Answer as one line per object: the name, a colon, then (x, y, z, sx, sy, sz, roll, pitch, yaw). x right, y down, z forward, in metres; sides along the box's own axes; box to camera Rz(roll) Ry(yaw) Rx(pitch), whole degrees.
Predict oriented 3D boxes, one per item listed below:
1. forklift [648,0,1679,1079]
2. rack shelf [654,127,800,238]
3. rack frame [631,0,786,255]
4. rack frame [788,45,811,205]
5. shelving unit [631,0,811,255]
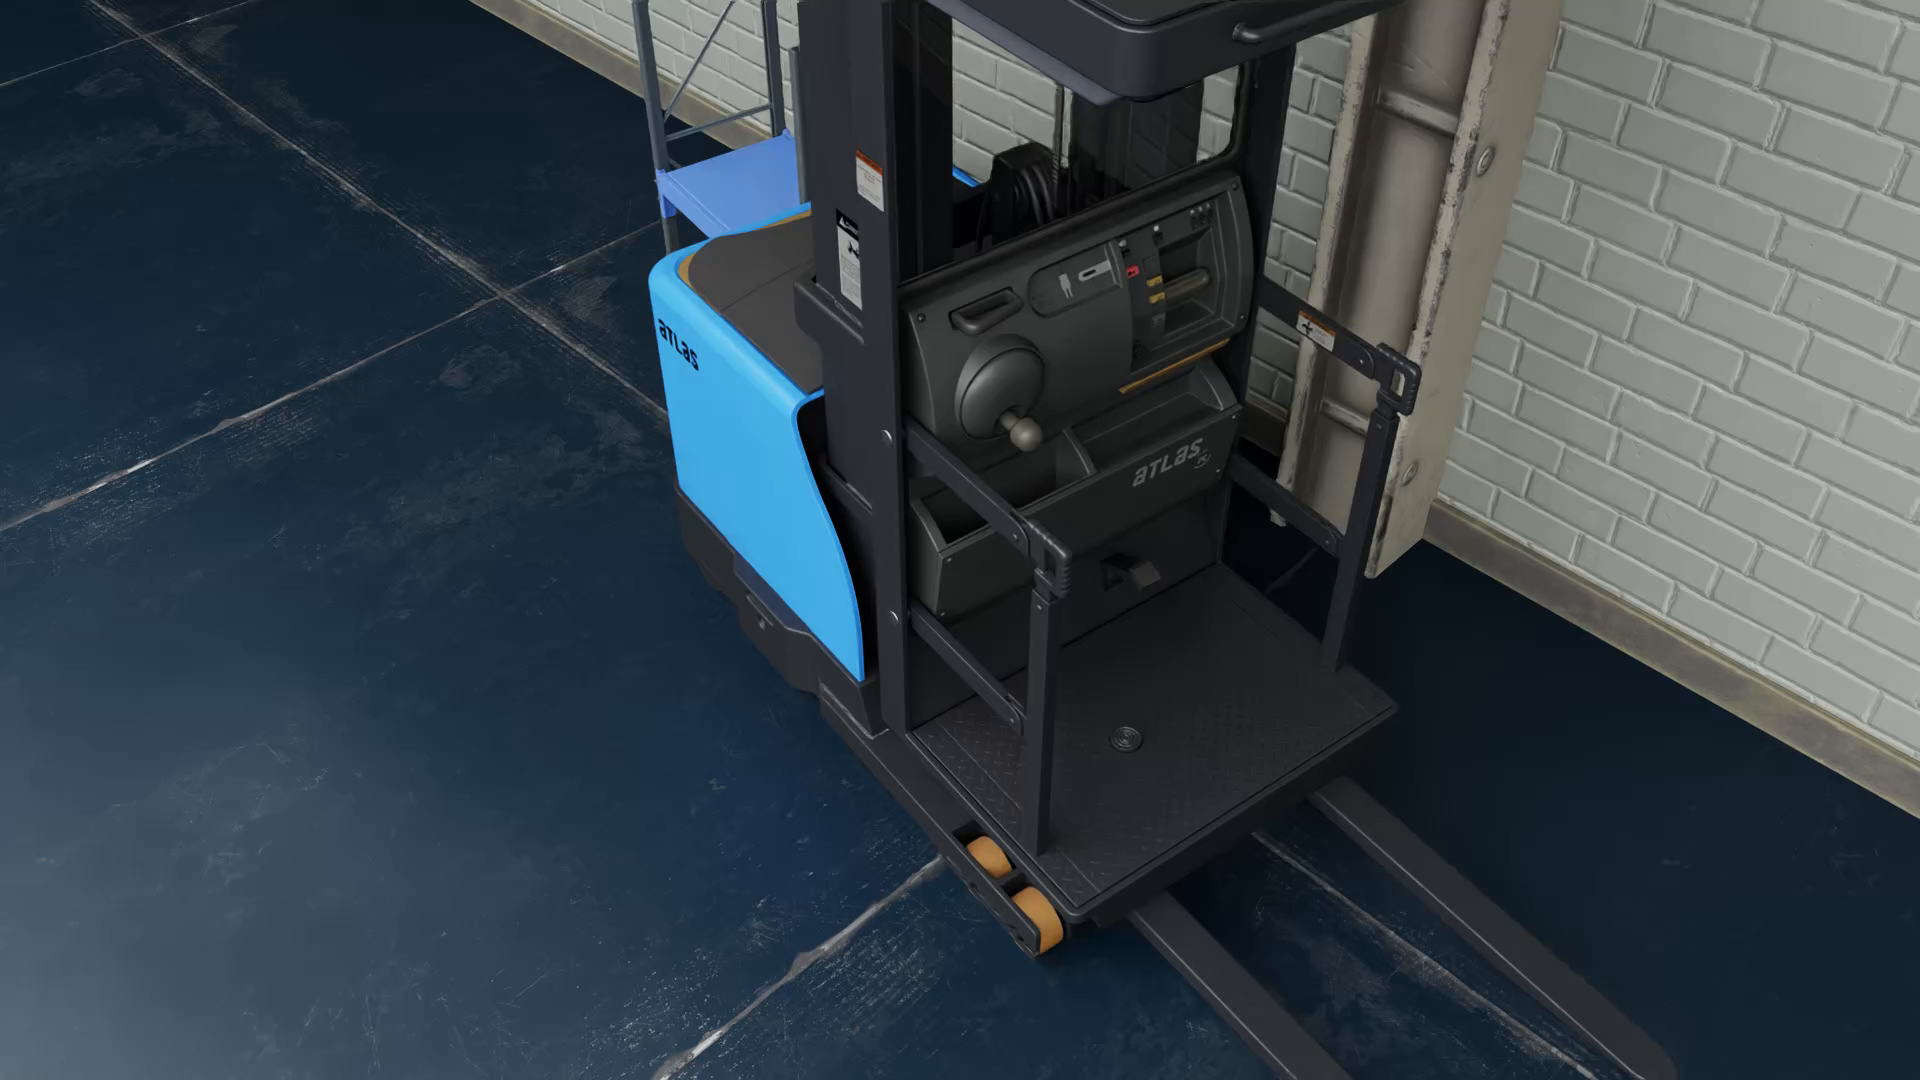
forklift: (0.416, -0.429, 3.555, 1.130, 2.935, 3.031, -26, 49, -26)
rack shelf: (-0.537, -1.010, 5.503, 0.538, 0.185, 1.000, -25, 48, -25)
rack frame: (-0.826, -1.426, 5.688, 0.500, 1.500, 0.032, -25, 48, -25)
rack frame: (-0.248, -0.858, 5.073, 0.500, 1.500, 0.032, -25, 48, -25)
shelving unit: (-0.537, -1.142, 5.381, 0.538, 1.500, 1.048, -25, 48, -25)
